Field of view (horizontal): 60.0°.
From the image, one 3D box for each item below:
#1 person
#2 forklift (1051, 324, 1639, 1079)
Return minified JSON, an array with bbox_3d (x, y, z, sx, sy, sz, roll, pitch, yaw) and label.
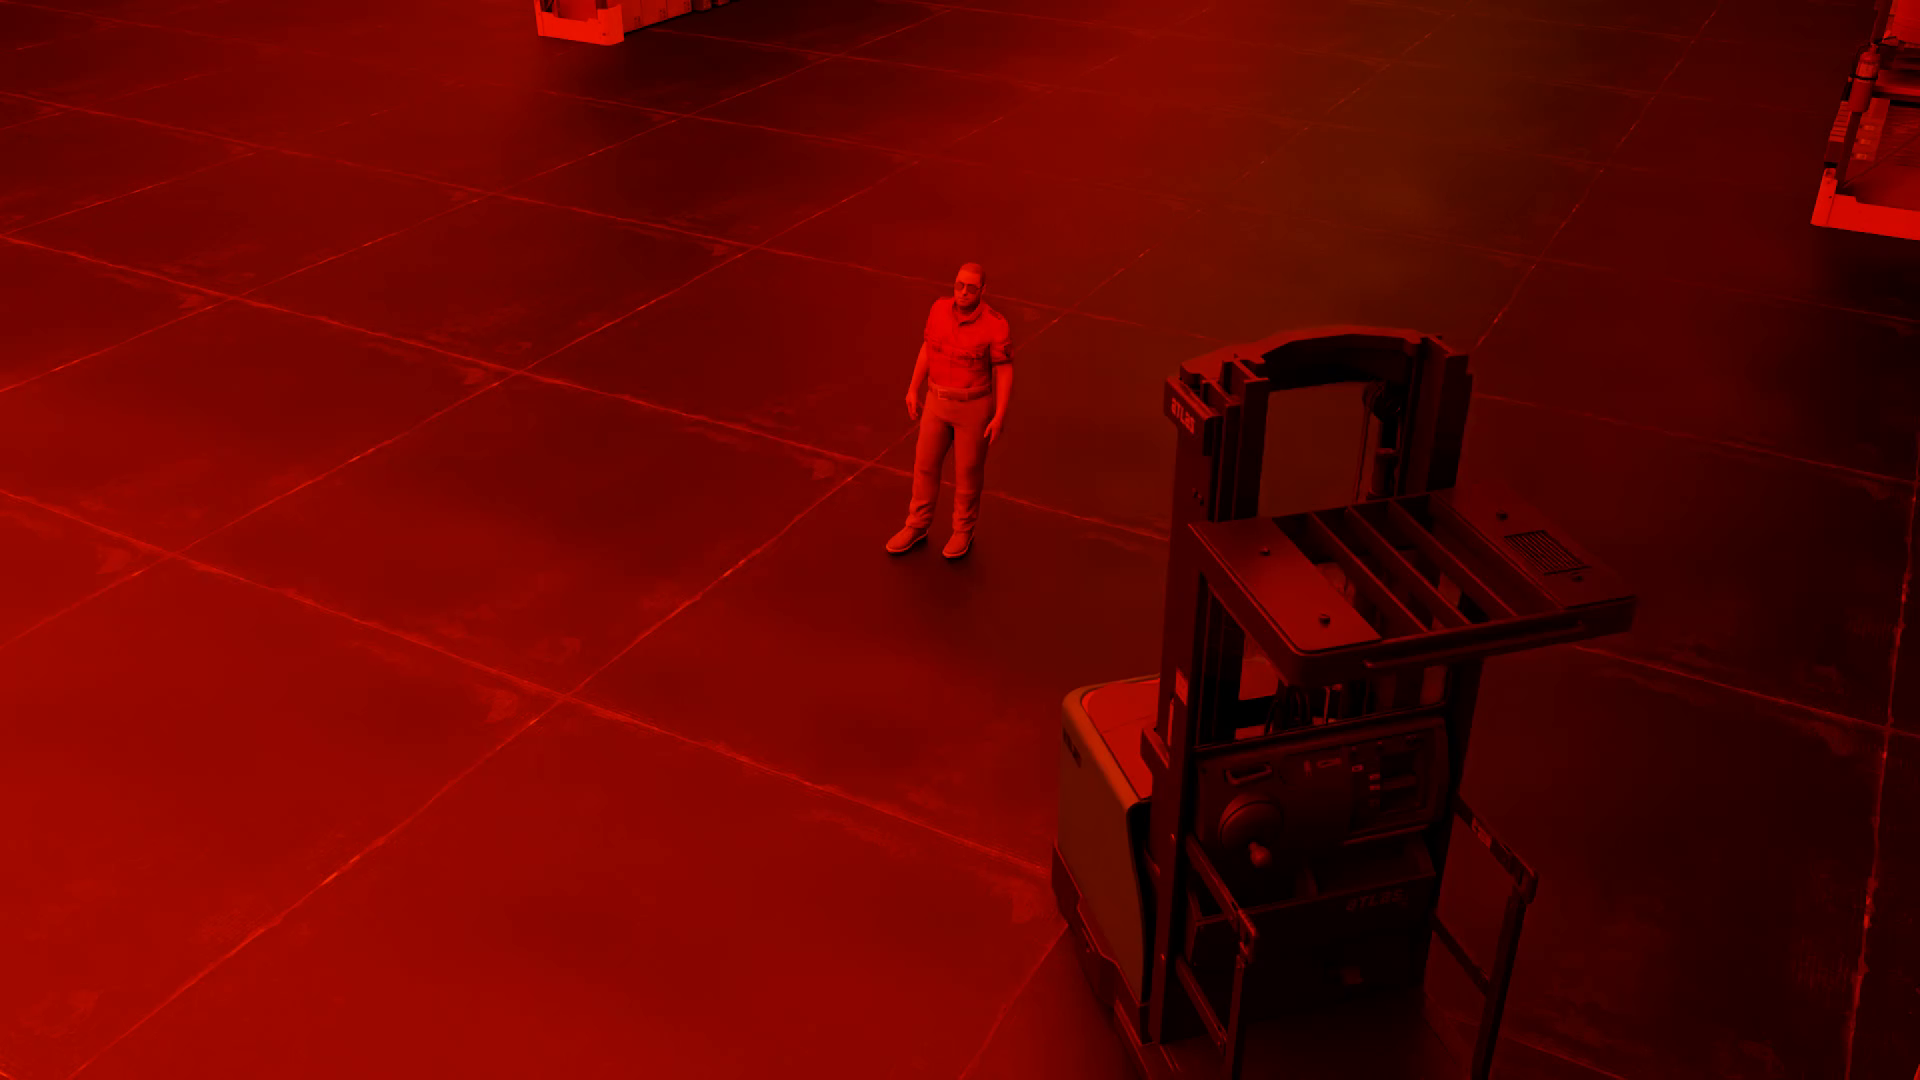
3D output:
[{"bbox_3d":[-0.054,-0.719,9.503,0.641,1.727,0.550,15,33,25],"label":"person"},{"bbox_3d":[1.305,0.909,5.496,1.130,2.935,3.031,-8,31,-14],"label":"forklift"}]
